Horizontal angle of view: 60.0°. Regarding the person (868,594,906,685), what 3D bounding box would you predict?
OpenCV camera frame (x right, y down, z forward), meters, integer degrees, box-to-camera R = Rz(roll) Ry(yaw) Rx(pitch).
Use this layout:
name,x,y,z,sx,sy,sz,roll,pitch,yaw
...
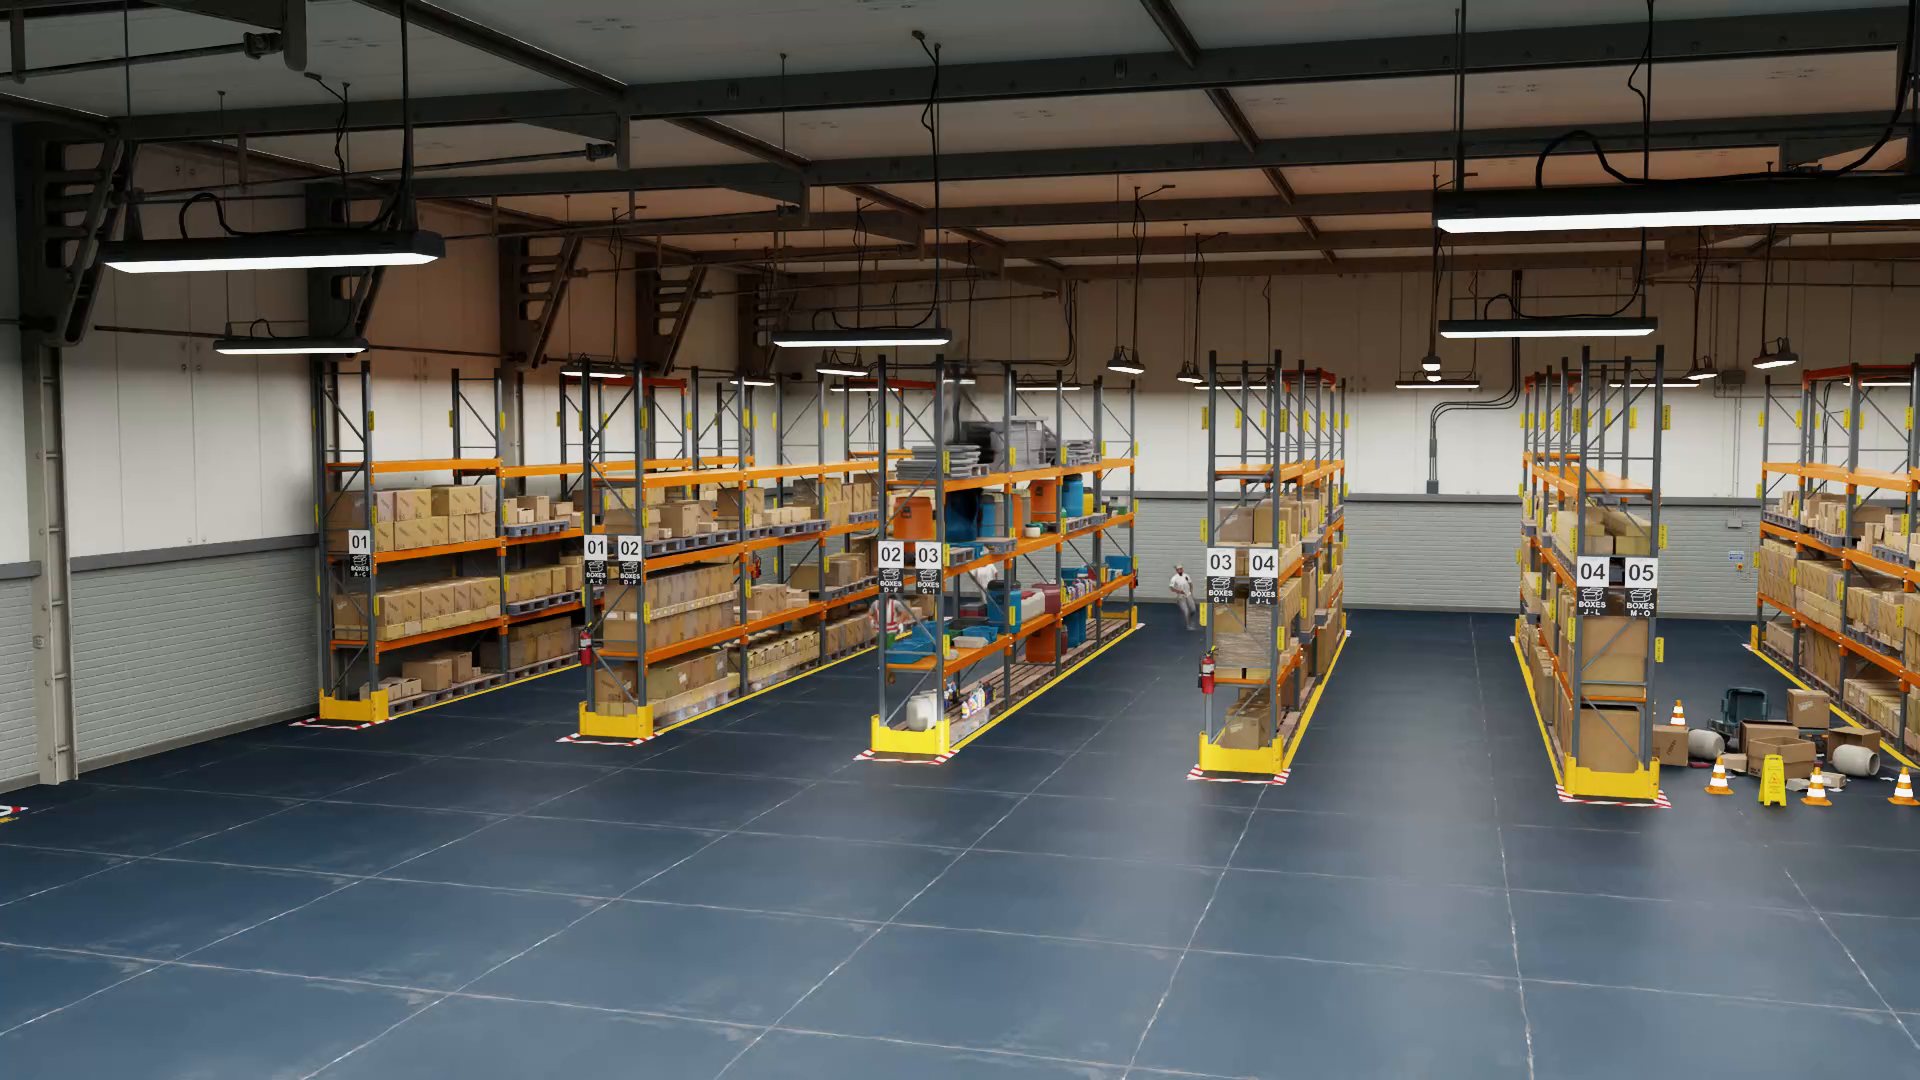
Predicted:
name,x,y,z,sx,sy,sz,roll,pitch,yaw
person,-1.351,1.706,29.958,0.648,1.813,0.642,1,4,12

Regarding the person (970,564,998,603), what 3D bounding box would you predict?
name,x,y,z,sx,sy,sz,roll,pitch,yaw
person,0.638,1.166,41.964,0.700,1.685,0.559,-1,4,-13

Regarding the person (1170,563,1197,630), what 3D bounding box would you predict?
name,x,y,z,sx,sy,sz,roll,pitch,yaw
person,5.348,1.359,39.711,0.667,1.615,0.496,-1,4,-15
